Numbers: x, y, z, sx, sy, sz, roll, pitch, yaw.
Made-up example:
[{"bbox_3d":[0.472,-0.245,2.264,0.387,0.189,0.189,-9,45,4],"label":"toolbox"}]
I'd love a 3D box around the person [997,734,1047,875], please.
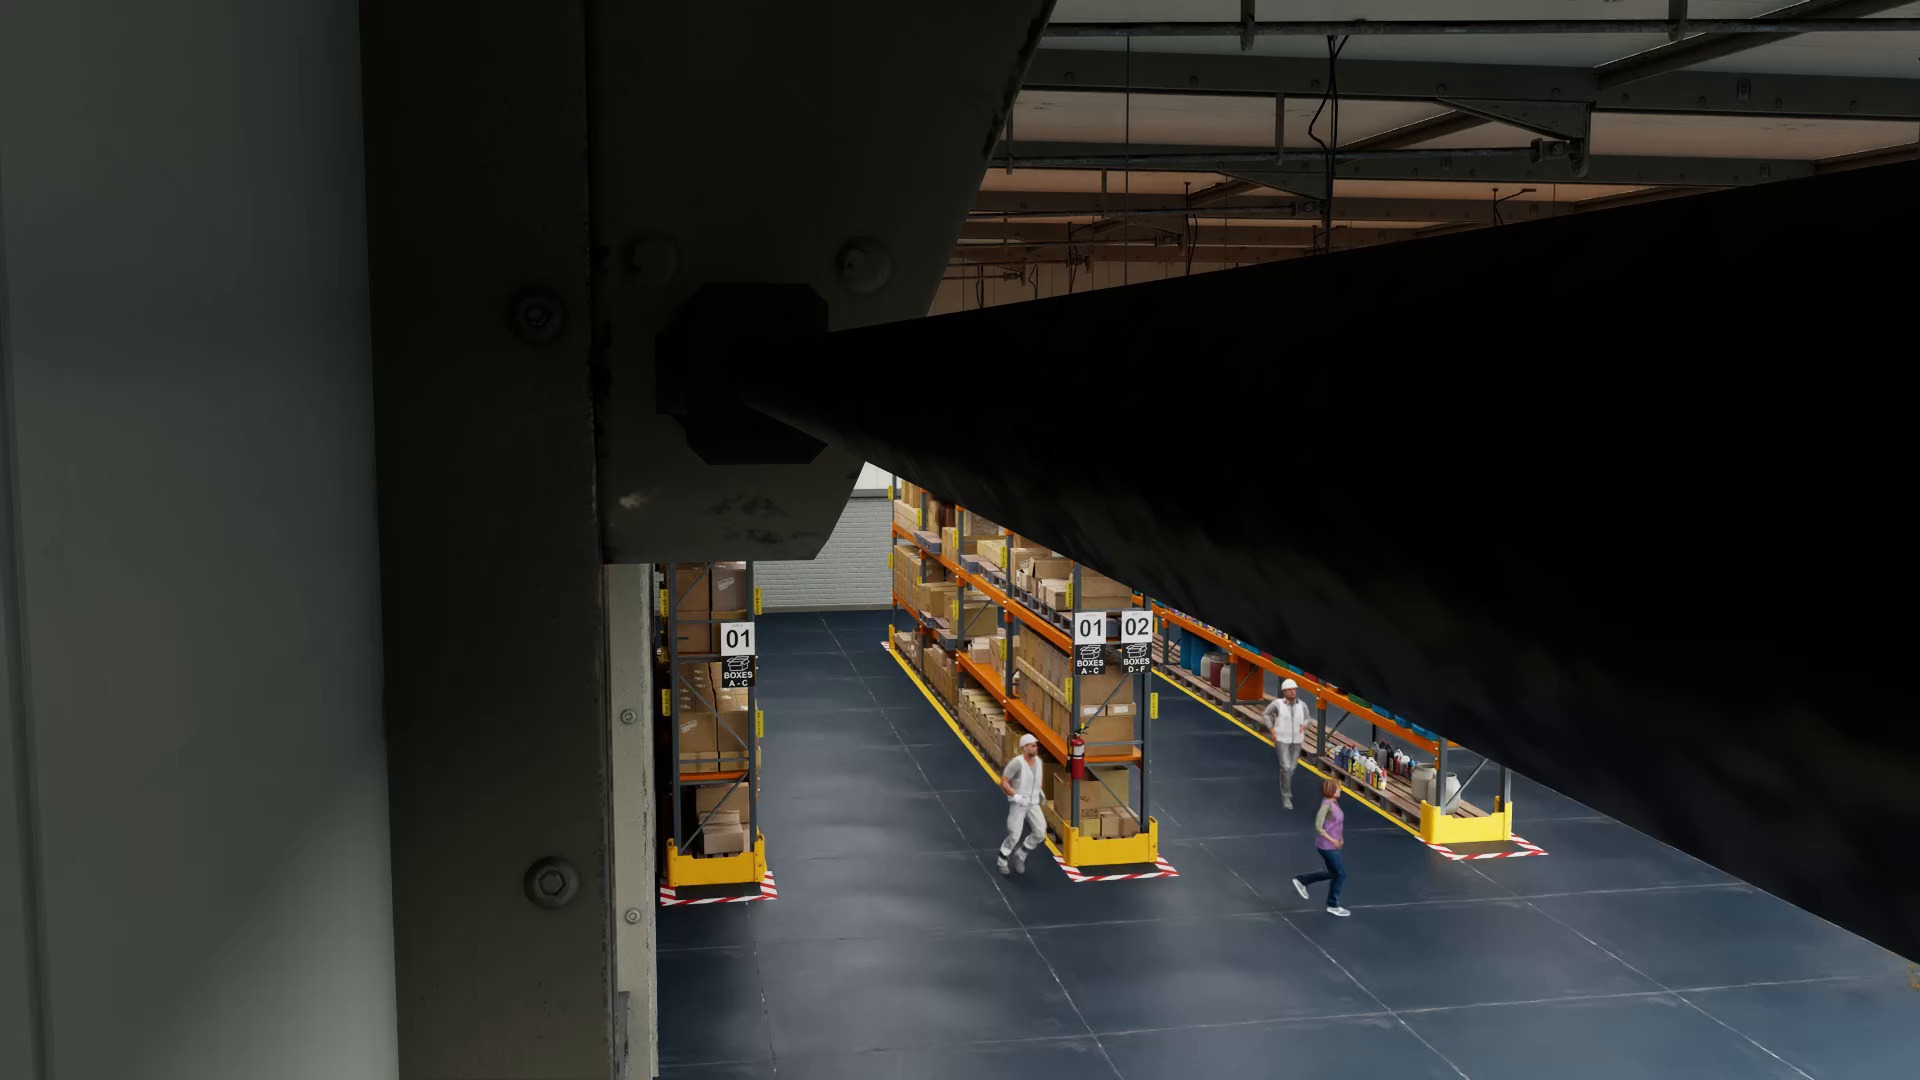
[{"bbox_3d":[0.828,3.249,20.472,0.719,1.724,0.601,-4,7,-33],"label":"person"}]

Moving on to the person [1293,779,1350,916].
[{"bbox_3d":[4.153,3.508,19.064,0.673,1.573,0.537,2,7,20],"label":"person"}]

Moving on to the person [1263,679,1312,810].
[{"bbox_3d":[4.692,2.822,23.765,0.661,1.692,0.704,-1,6,-10],"label":"person"}]
